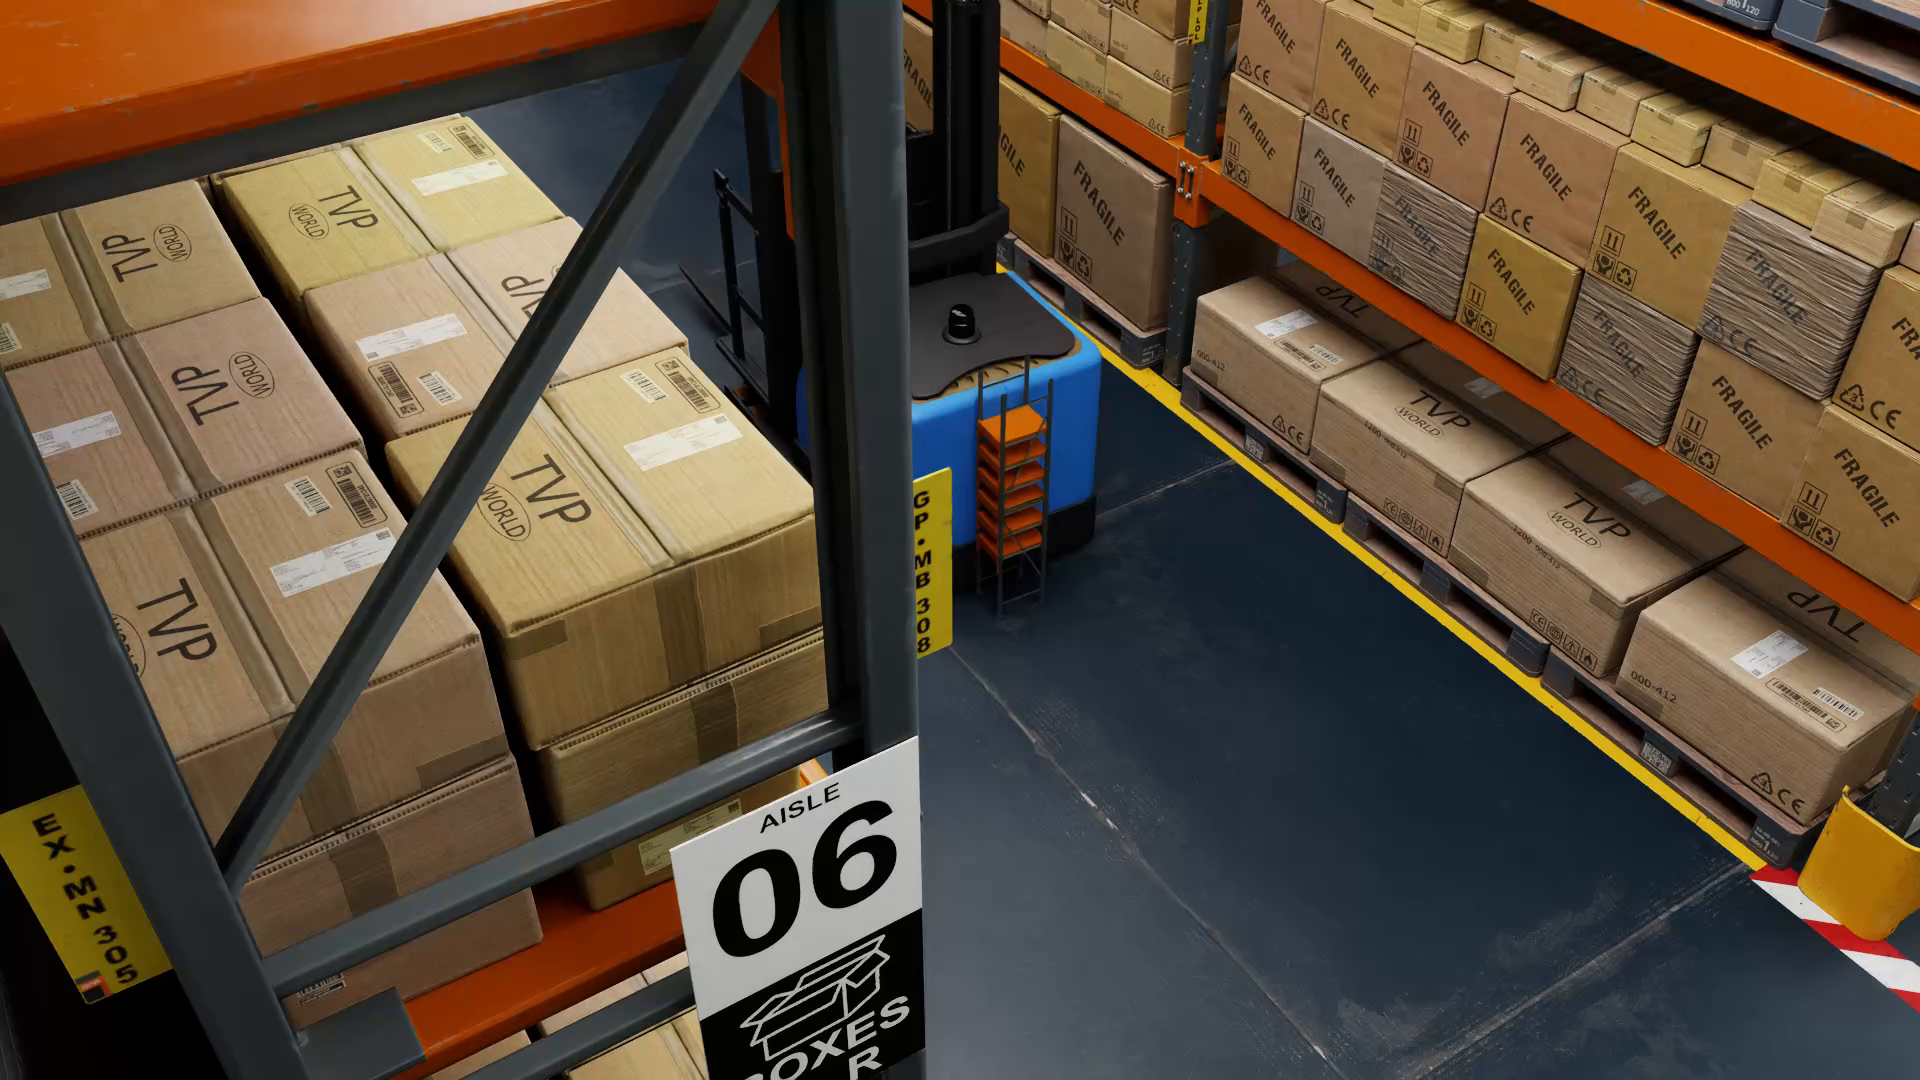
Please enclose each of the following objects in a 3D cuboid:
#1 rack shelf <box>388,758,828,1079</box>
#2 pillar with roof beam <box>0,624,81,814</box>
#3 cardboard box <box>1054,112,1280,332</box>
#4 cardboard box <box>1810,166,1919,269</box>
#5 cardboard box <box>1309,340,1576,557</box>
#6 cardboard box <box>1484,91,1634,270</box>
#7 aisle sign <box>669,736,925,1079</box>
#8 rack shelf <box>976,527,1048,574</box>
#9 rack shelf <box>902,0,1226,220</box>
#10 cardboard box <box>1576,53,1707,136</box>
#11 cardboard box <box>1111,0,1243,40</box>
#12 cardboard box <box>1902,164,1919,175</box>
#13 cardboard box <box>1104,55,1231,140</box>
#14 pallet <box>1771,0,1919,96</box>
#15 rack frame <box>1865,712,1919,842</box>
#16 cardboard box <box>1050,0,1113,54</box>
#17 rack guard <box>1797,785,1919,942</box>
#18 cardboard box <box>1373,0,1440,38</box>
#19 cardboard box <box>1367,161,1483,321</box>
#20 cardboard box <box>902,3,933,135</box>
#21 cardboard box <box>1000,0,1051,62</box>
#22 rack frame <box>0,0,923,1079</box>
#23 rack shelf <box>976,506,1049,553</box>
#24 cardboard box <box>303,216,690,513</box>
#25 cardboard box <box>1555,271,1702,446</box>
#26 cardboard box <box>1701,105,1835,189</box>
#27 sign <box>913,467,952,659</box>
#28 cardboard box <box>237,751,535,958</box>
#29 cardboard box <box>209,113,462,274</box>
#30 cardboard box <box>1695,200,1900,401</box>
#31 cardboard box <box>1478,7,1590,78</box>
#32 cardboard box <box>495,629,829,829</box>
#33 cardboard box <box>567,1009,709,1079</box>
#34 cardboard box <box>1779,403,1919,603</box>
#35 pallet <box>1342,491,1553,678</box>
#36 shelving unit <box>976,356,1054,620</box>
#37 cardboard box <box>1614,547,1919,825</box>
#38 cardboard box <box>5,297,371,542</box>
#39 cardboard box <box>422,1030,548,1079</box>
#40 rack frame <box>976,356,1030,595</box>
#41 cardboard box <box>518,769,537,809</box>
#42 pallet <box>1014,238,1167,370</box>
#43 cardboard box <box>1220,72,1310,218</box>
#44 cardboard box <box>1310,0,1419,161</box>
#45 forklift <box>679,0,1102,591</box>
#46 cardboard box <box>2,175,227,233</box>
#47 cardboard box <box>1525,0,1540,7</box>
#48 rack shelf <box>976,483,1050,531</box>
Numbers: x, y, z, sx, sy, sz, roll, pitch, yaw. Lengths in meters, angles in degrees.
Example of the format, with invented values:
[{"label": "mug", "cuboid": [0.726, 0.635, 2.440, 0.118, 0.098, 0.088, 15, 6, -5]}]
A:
[{"label": "rack shelf", "cuboid": [-1.587, -0.236, 3.909, 1.077, 0.370, 4.000, -22, 45, -24]}, {"label": "pillar with roof beam", "cuboid": [0.581, -3.540, 4.969, 9.100, 9.000, 0.400, -22, 45, -24]}, {"label": "cardboard box", "cuboid": [1.119, -1.803, 8.902, 0.875, 0.875, 0.875, -21, 44, -23]}, {"label": "cardboard box", "cuboid": [2.943, -1.027, 5.274, 0.380, 0.149, 0.250, -23, 45, -25]}, {"label": "cardboard box", "cuboid": [2.249, -0.469, 7.643, 0.875, 0.438, 0.875, -24, 45, -26]}, {"label": "cardboard box", "cuboid": [2.373, -1.404, 6.233, 0.500, 0.500, 0.500, -23, 45, -25]}, {"label": "aisle sign", "cuboid": [-0.228, 0.656, 2.589, 0.394, 0.787, 0.004, -22, 45, -24]}, {"label": "rack shelf", "cuboid": [0.224, 0.019, 7.235, 0.258, 0.103, 0.180, -20, 44, -22]}, {"label": "rack shelf", "cuboid": [0.445, -2.954, 9.513, 1.077, 0.370, 4.000, -22, 45, -24]}, {"label": "cardboard box", "cuboid": [2.451, -1.606, 5.968, 0.380, 0.149, 0.250, -21, 44, -23]}, {"label": "cardboard box", "cuboid": [1.068, -2.728, 7.821, 0.500, 0.500, 0.500, -21, 44, -23]}, {"label": "cardboard box", "cuboid": [3.313, -1.383, 5.700, 0.380, 0.149, 0.250, -24, 45, -26]}, {"label": "cardboard box", "cuboid": [1.066, -2.248, 8.222, 0.500, 0.250, 0.500, -23, 45, -25]}, {"label": "pallet", "cuboid": [3.263, -1.507, 4.941, 1.003, 0.211, 1.213, -22, 45, -24]}, {"label": "rack frame", "cuboid": [3.671, 0.008, 5.397, 1.000, 3.000, 0.127, -22, 45, -24]}, {"label": "cardboard box", "cuboid": [0.803, -2.706, 8.381, 0.500, 0.250, 0.500, -21, 44, -23]}, {"label": "rack guard", "cuboid": [3.684, 0.982, 6.181, 1.175, 0.500, 0.348, -22, 45, -24]}, {"label": "cardboard box", "cuboid": [1.877, -2.151, 6.622, 0.380, 0.149, 0.250, -23, 45, -25]}, {"label": "cardboard box", "cuboid": [2.081, -1.302, 6.891, 0.500, 0.500, 0.500, -22, 45, -24]}, {"label": "cardboard box", "cuboid": [0.147, -2.770, 10.063, 0.875, 0.875, 0.875, -22, 44, -24]}, {"label": "cardboard box", "cuboid": [0.538, -2.802, 8.887, 0.500, 0.250, 0.500, -23, 45, -25]}, {"label": "rack frame", "cuboid": [-0.512, -0.586, 1.423, 1.000, 3.000, 0.127, -22, 45, -24]}, {"label": "rack shelf", "cuboid": [0.224, -0.073, 7.158, 0.258, 0.103, 0.180, -20, 44, -22]}, {"label": "cardboard box", "cuboid": [-0.797, -0.289, 2.905, 0.500, 0.250, 0.500, -23, 45, -25]}, {"label": "cardboard box", "cuboid": [2.646, -0.750, 6.228, 0.500, 0.500, 0.500, -21, 44, -23]}, {"label": "cardboard box", "cuboid": [2.761, -1.343, 5.652, 0.380, 0.149, 0.250, -23, 45, -25]}, {"label": "sign", "cuboid": [-0.055, 0.044, 2.328, 0.100, 0.325, 0.005, -22, 45, -24]}, {"label": "cardboard box", "cuboid": [-0.981, 0.364, 2.512, 0.500, 0.250, 0.500, -23, 45, -25]}, {"label": "cardboard box", "cuboid": [-1.361, -0.827, 3.550, 0.500, 0.250, 0.500, -21, 44, -23]}, {"label": "cardboard box", "cuboid": [2.905, -0.864, 5.585, 0.500, 0.500, 0.500, -22, 45, -24]}, {"label": "cardboard box", "cuboid": [2.200, -1.890, 6.310, 0.380, 0.149, 0.250, -22, 45, -25]}, {"label": "cardboard box", "cuboid": [-0.520, 0.176, 2.737, 0.500, 0.250, 0.500, -23, 45, -25]}, {"label": "cardboard box", "cuboid": [-0.529, 1.325, 3.702, 0.500, 0.250, 0.500, -22, 45, -24]}, {"label": "cardboard box", "cuboid": [3.188, -0.199, 5.568, 0.500, 0.500, 0.500, -22, 45, -24]}, {"label": "pallet", "cuboid": [2.523, 0.017, 7.564, 1.003, 0.211, 1.213, -22, 45, -24]}, {"label": "shelving unit", "cuboid": [0.224, -0.200, 7.052, 0.258, 1.200, 0.189, -20, 44, -22]}, {"label": "cardboard box", "cuboid": [3.232, 0.510, 6.469, 0.875, 0.438, 0.875, -24, 45, -26]}, {"label": "cardboard box", "cuboid": [-1.266, -0.107, 2.686, 0.500, 0.250, 0.500, -24, 45, -26]}, {"label": "cardboard box", "cuboid": [-1.259, 1.227, 3.819, 0.500, 0.250, 0.500, -22, 45, -24]}, {"label": "rack frame", "cuboid": [0.179, -0.251, 7.114, 0.240, 1.200, 0.006, -20, 44, -22]}, {"label": "cardboard box", "cuboid": [-0.650, 0.279, 2.926, 0.380, 0.149, 0.250, -21, 44, -24]}, {"label": "pallet", "cuboid": [1.042, -1.470, 9.349, 1.003, 0.211, 1.213, -22, 45, -24]}, {"label": "cardboard box", "cuboid": [1.552, -1.846, 7.543, 0.500, 0.500, 0.500, -21, 44, -23]}, {"label": "cardboard box", "cuboid": [1.838, -1.958, 6.897, 0.500, 0.500, 0.500, -23, 45, -25]}, {"label": "forklift", "cuboid": [-0.539, -1.775, 7.590, 1.130, 2.935, 3.031, -20, 44, -22]}, {"label": "cardboard box", "cuboid": [-1.798, -0.661, 3.351, 0.500, 0.250, 0.500, -22, 45, -24]}, {"label": "cardboard box", "cuboid": [2.446, -2.195, 6.675, 0.380, 0.149, 0.250, -23, 45, -25]}, {"label": "rack shelf", "cuboid": [0.224, -0.166, 7.081, 0.258, 0.103, 0.180, -20, 44, -22]}]
